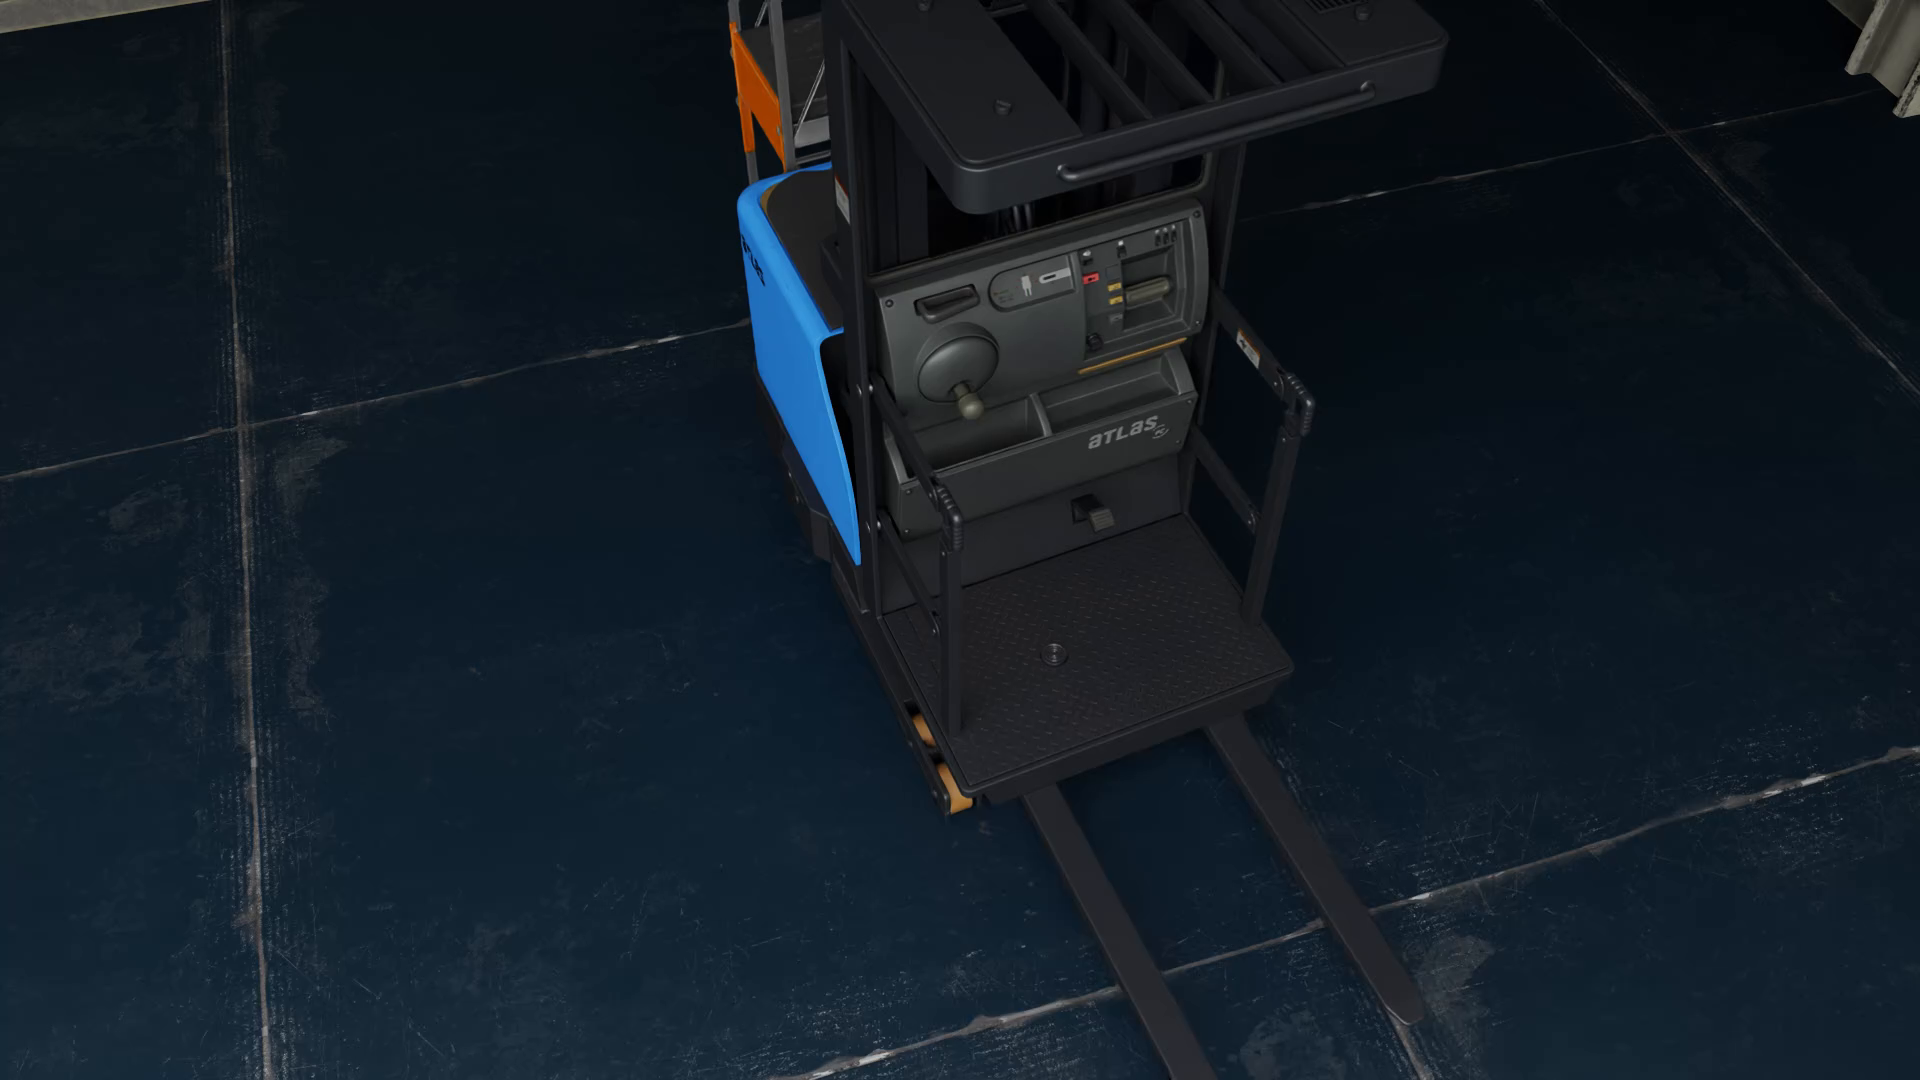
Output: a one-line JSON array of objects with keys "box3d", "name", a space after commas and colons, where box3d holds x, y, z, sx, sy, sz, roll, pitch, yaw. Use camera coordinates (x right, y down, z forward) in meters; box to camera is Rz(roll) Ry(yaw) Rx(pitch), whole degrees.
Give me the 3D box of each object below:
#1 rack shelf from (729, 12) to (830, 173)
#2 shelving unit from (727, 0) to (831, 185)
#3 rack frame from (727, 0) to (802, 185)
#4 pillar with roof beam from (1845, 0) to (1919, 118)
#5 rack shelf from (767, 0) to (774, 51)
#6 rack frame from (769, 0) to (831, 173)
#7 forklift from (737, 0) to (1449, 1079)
[{"box3d": [-0.480, -1.439, 5.608, 0.431, 0.518, 0.480, -18, 52, -15], "name": "rack shelf"}, {"box3d": [-0.480, -1.448, 5.598, 0.431, 2.100, 0.503, -18, 52, -15], "name": "shelving unit"}, {"box3d": [-0.577, -1.619, 5.742, 0.400, 2.100, 0.015, -18, 52, -15], "name": "rack frame"}, {"box3d": [0.109, -3.962, 3.205, 9.100, 9.000, 0.400, -13, 51, -11], "name": "pillar with roof beam"}, {"box3d": [-0.480, -1.891, 5.073, 0.431, 0.518, 0.480, -18, 52, -15], "name": "rack shelf"}, {"box3d": [-0.383, -1.277, 5.453, 0.400, 2.100, 0.015, -18, 52, -15], "name": "rack frame"}, {"box3d": [0.321, -0.499, 4.253, 1.130, 2.935, 3.031, -18, 52, -15], "name": "forklift"}]
